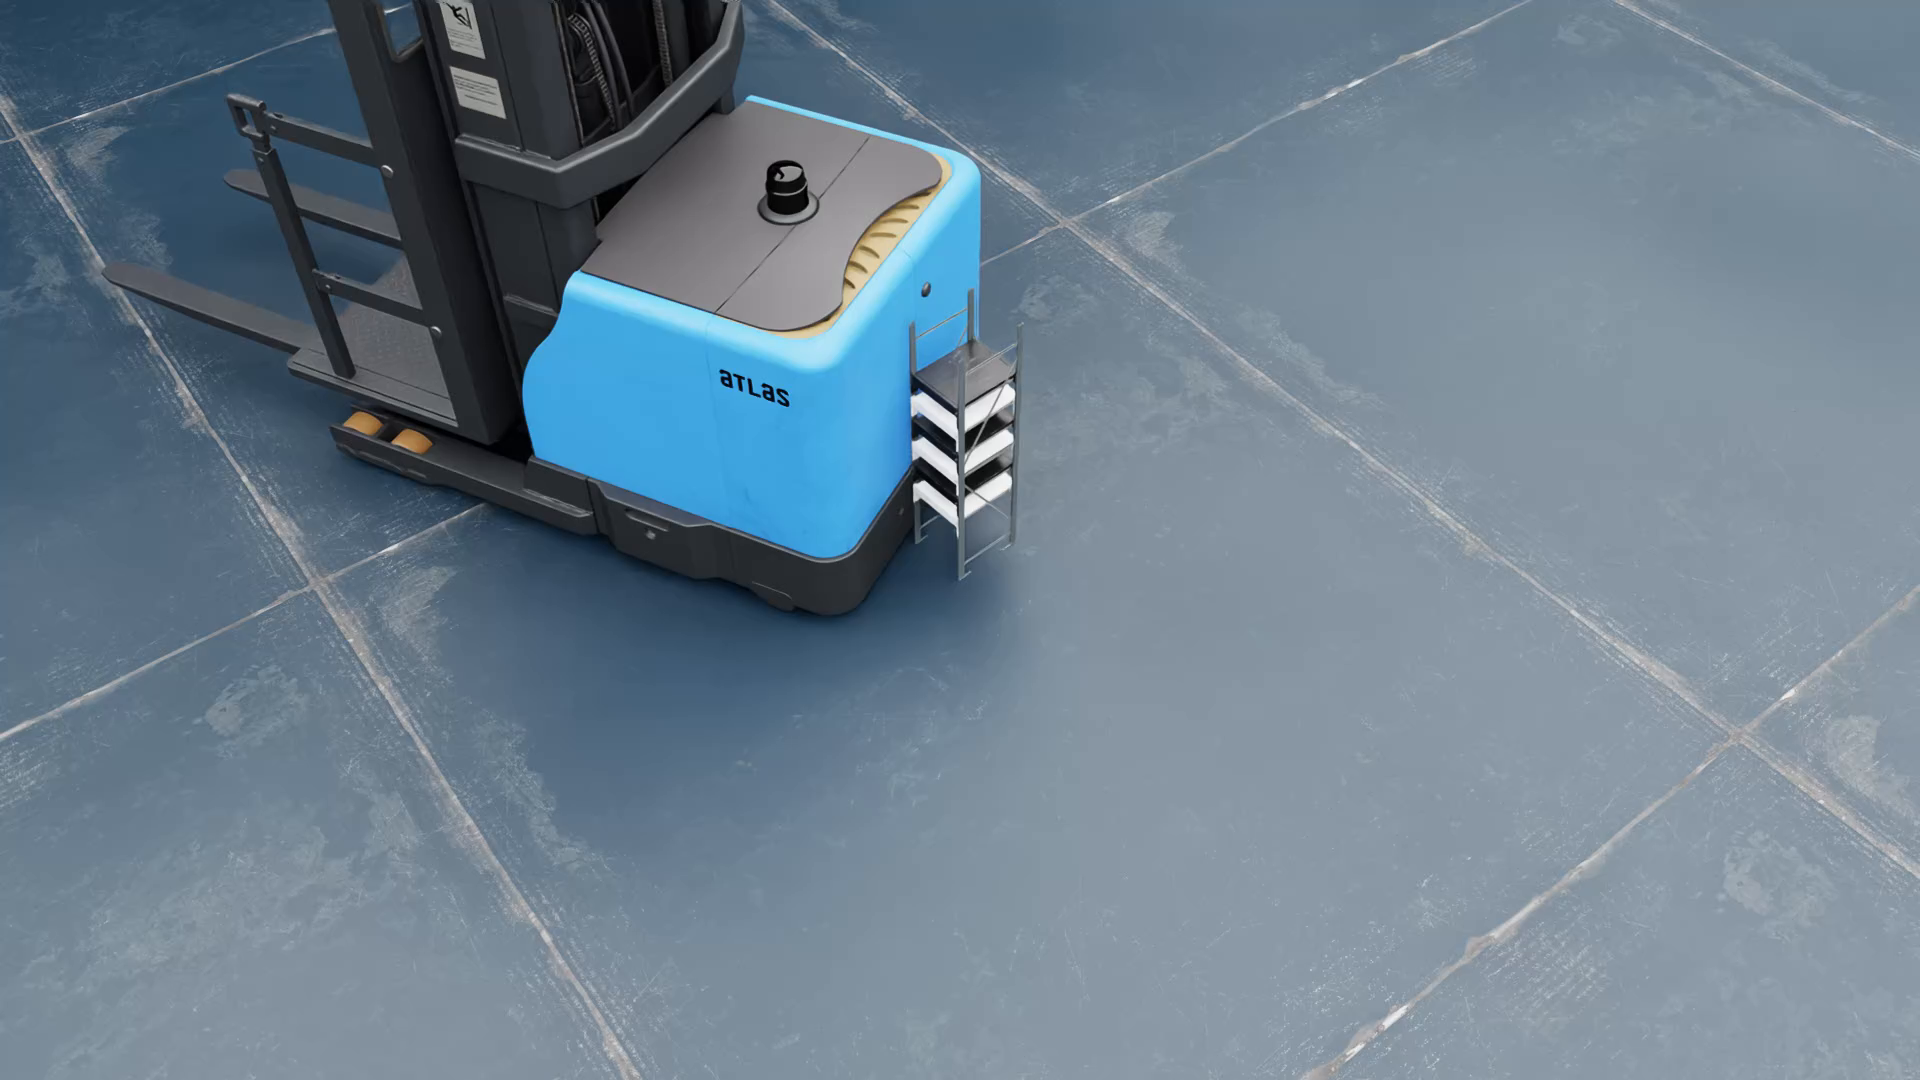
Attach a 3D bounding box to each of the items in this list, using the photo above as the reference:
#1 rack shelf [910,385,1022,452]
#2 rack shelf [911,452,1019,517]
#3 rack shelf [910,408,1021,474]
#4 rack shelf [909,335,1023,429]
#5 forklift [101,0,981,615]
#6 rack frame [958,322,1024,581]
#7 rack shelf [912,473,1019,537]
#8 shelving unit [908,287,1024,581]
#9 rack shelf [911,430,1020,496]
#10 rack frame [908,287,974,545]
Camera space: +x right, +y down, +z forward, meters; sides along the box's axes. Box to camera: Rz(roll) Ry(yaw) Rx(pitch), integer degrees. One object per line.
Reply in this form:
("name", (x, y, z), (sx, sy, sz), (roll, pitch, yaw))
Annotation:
("rack shelf", (0.017, -0.391, 4.799), (0.258, 0.077, 0.200), (-34, 56, -27))
("rack shelf", (0.016, -0.209, 4.998), (0.258, 0.077, 0.200), (-34, 56, -27))
("rack shelf", (0.017, -0.330, 4.865), (0.258, 0.077, 0.200), (-34, 56, -27))
("rack shelf", (0.017, -0.451, 4.732), (0.258, 0.077, 0.200), (-34, 56, -27))
("forklift", (-1.484, -1.514, 4.644), (3.031, 2.935, 1.130), (19, 51, 17))
("rack frame", (0.085, -0.236, 4.856), (0.240, 0.900, 0.006), (-34, 56, -27))
("rack shelf", (0.016, -0.149, 5.065), (0.258, 0.077, 0.200), (-34, 56, -27))
("shelving unit", (0.017, -0.292, 4.907), (0.258, 0.900, 0.210), (-34, 56, -27))
("rack shelf", (0.017, -0.270, 4.932), (0.258, 0.077, 0.200), (-34, 56, -27))
("rack frame", (-0.051, -0.348, 4.958), (0.240, 0.900, 0.006), (-34, 56, -27))
